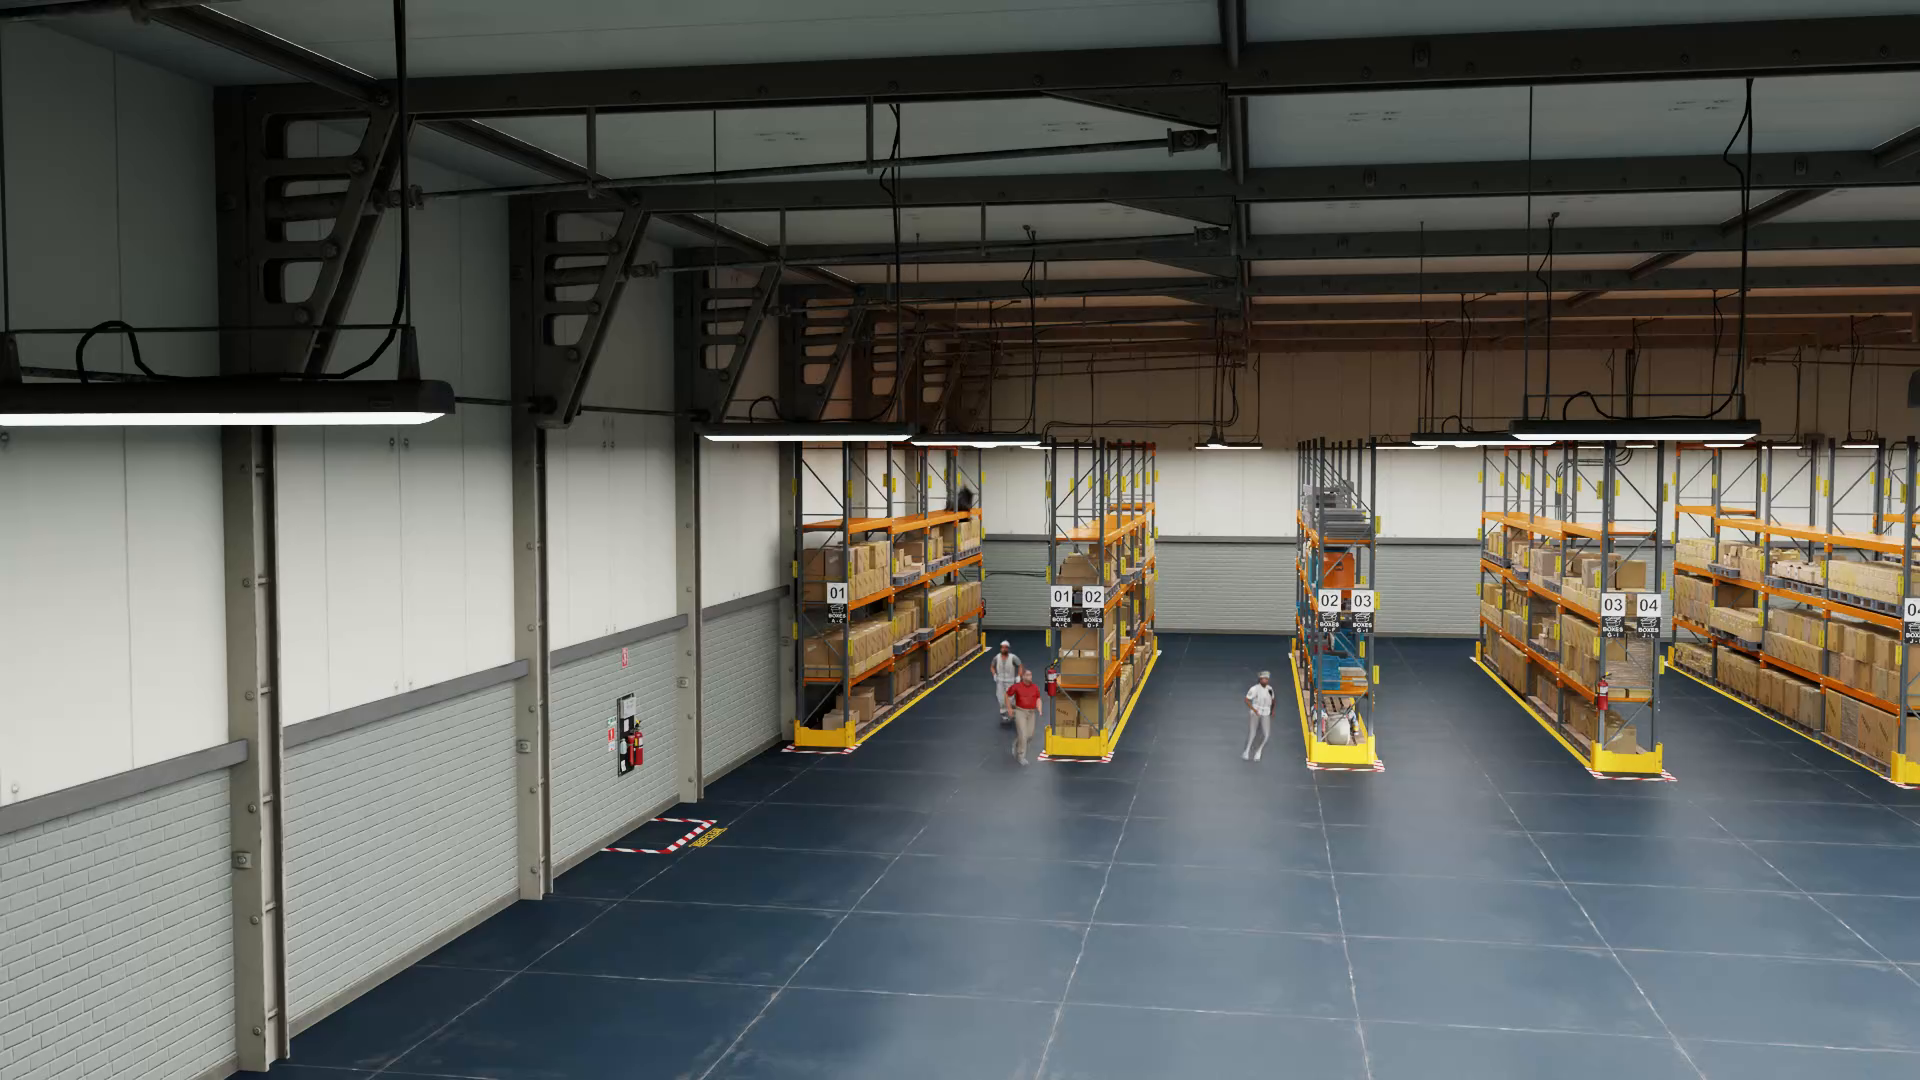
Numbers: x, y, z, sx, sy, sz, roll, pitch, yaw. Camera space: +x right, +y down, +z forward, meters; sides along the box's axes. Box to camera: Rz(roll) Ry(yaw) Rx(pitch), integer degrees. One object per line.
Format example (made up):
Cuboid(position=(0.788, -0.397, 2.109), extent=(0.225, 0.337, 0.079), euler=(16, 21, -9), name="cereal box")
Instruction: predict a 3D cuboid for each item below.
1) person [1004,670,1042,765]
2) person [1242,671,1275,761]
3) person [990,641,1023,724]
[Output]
Cuboid(position=(1.215, 3.266, 30.789), extent=(0.714, 1.700, 0.670), euler=(-1, 3, -24), name="person")
Cuboid(position=(5.599, 3.265, 30.904), extent=(0.642, 1.672, 0.632), euler=(0, 3, -7), name="person")
Cuboid(position=(0.959, 2.997, 35.087), extent=(0.662, 1.743, 0.630), euler=(1, 3, 12), name="person")
